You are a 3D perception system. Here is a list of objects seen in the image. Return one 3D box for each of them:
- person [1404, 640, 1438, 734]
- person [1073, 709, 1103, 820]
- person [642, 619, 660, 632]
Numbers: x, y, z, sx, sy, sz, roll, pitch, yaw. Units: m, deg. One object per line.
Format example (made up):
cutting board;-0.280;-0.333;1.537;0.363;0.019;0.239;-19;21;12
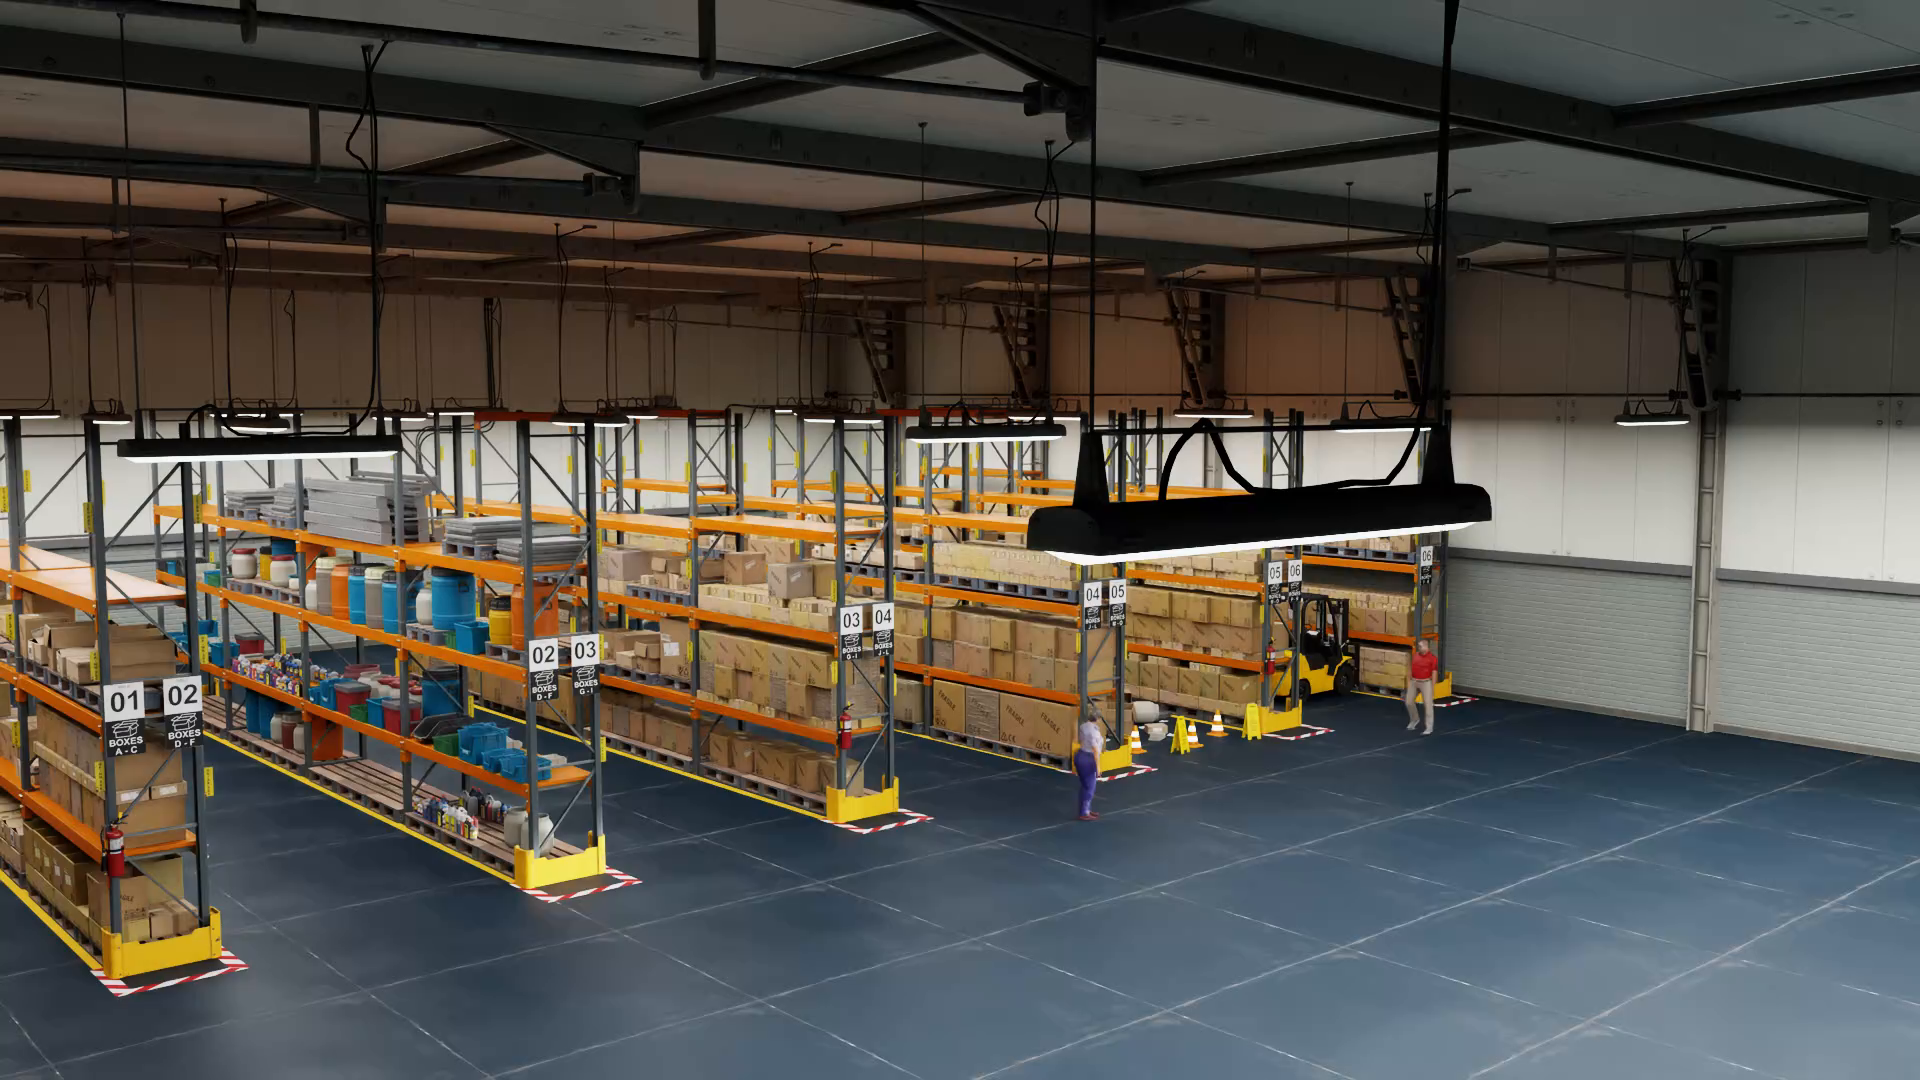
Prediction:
person;8.640;2.737;31.132;0.583;1.759;0.443;4;7;42
person;1.915;3.343;24.809;0.390;1.658;0.513;-2;5;-19
person;-8.064;1.645;43.876;0.763;1.668;0.497;1;5;9
